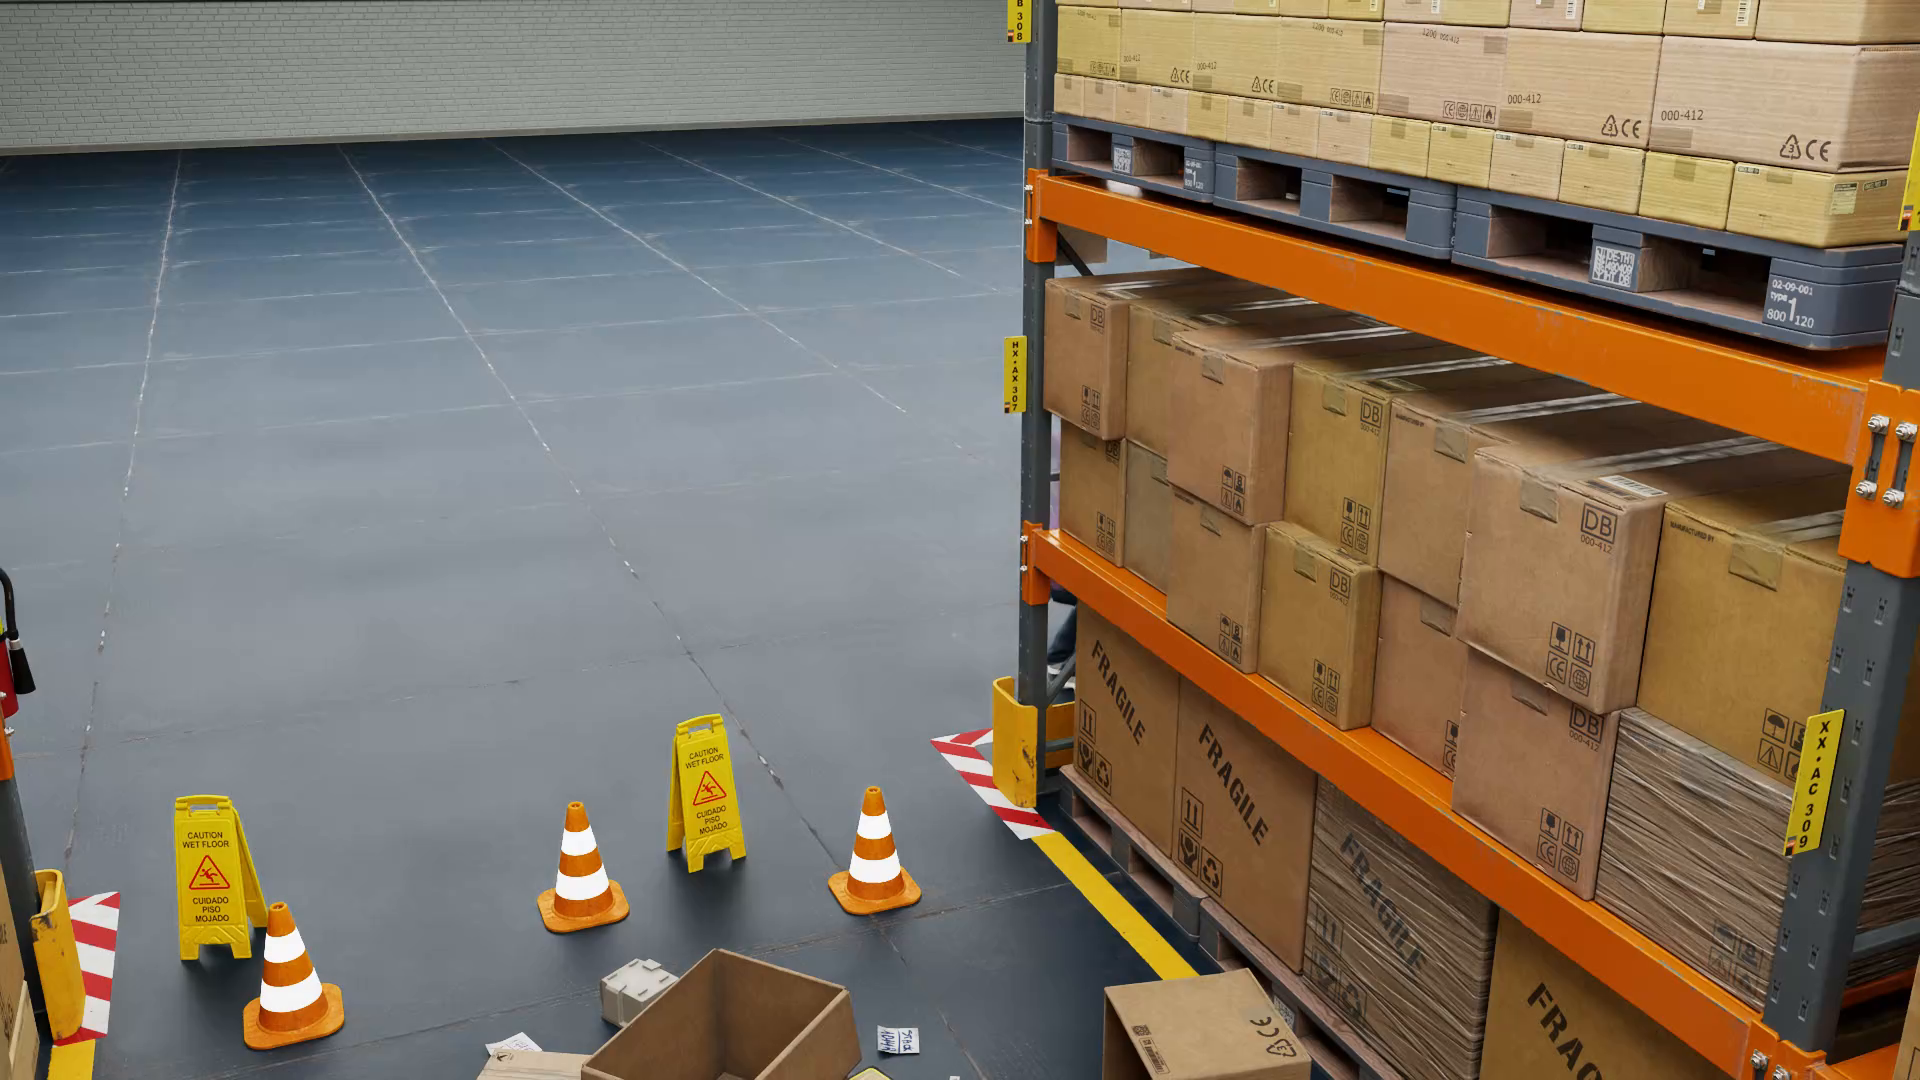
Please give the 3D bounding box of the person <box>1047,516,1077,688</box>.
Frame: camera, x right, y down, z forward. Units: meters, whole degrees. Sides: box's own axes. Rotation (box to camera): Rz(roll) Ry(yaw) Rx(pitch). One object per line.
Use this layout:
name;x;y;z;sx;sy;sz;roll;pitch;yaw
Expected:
person;0.672;0.188;8.737;0.725;1.143;0.461;-6;20;-17
